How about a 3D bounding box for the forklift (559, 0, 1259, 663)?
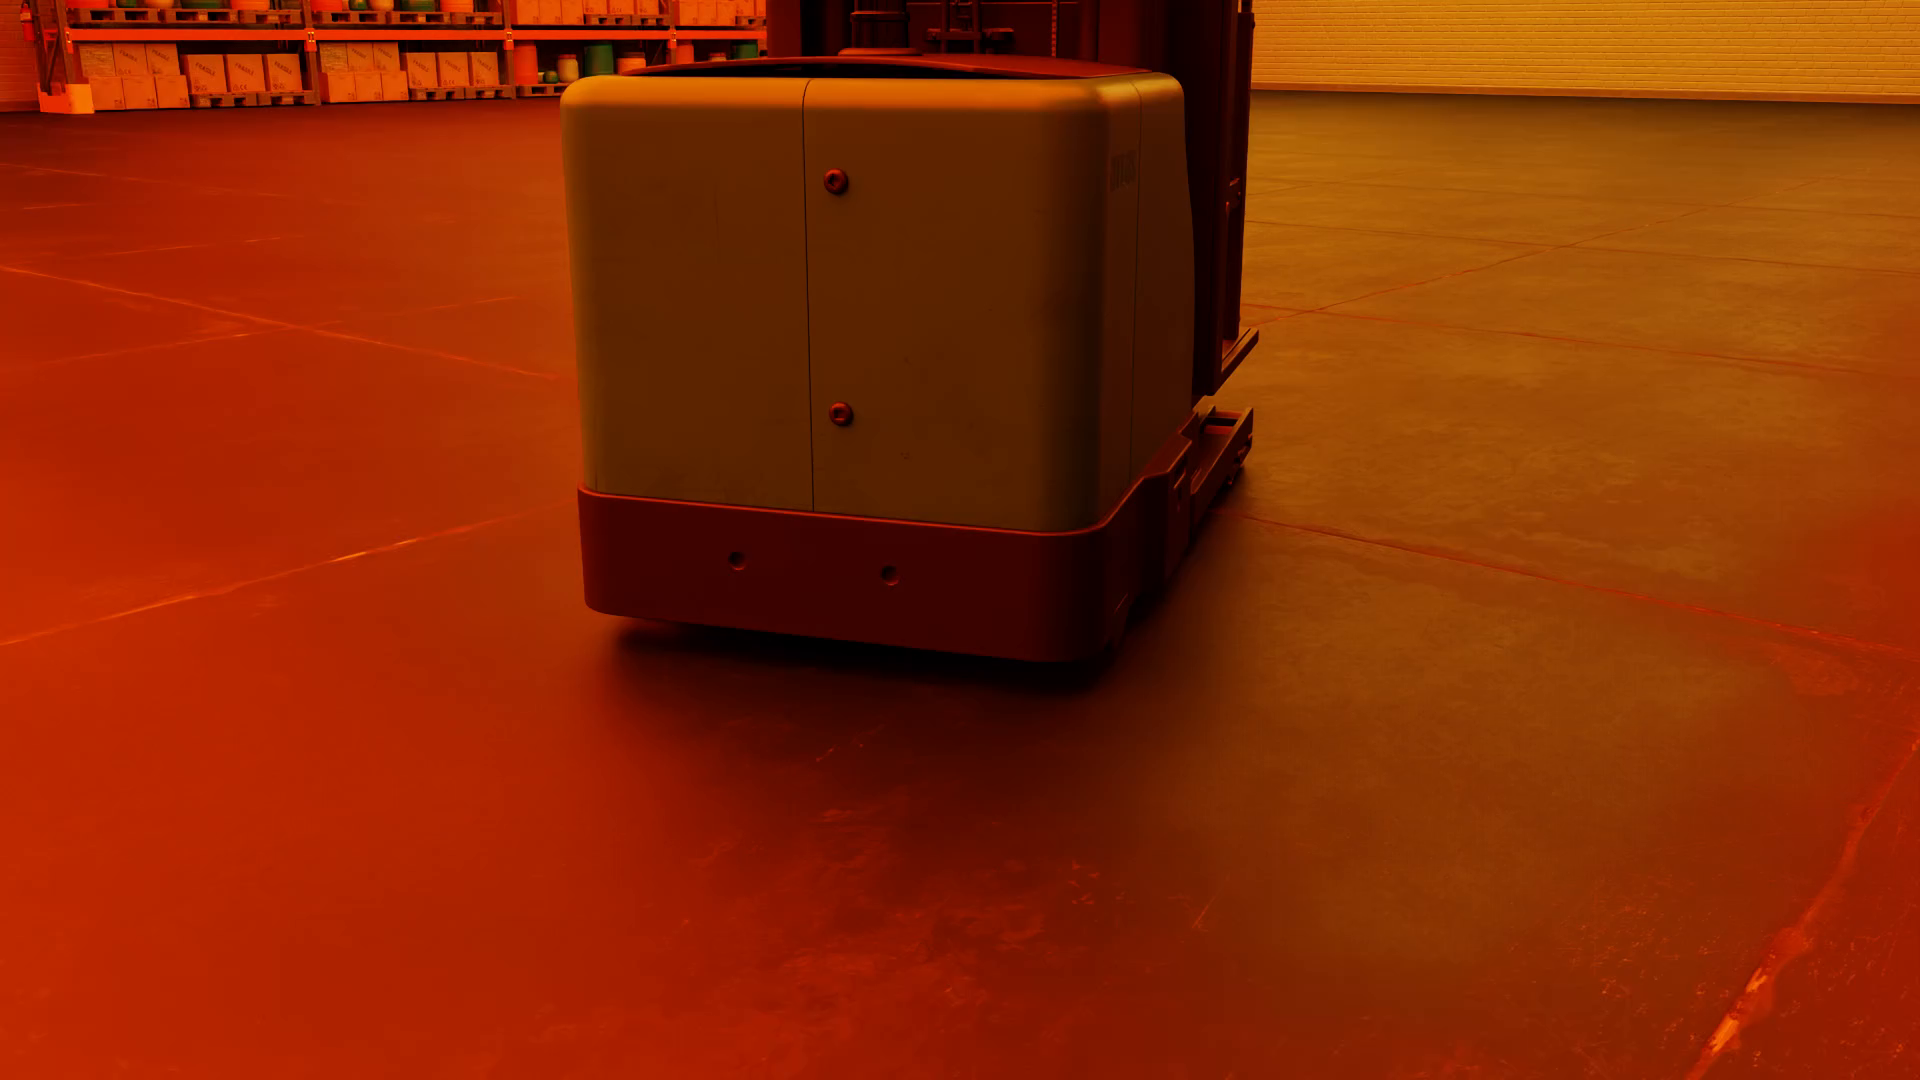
[{"bbox_3d":[0.182,-1.571,4.072,1.130,2.935,3.031,5,18,17],"label":"forklift"}]
